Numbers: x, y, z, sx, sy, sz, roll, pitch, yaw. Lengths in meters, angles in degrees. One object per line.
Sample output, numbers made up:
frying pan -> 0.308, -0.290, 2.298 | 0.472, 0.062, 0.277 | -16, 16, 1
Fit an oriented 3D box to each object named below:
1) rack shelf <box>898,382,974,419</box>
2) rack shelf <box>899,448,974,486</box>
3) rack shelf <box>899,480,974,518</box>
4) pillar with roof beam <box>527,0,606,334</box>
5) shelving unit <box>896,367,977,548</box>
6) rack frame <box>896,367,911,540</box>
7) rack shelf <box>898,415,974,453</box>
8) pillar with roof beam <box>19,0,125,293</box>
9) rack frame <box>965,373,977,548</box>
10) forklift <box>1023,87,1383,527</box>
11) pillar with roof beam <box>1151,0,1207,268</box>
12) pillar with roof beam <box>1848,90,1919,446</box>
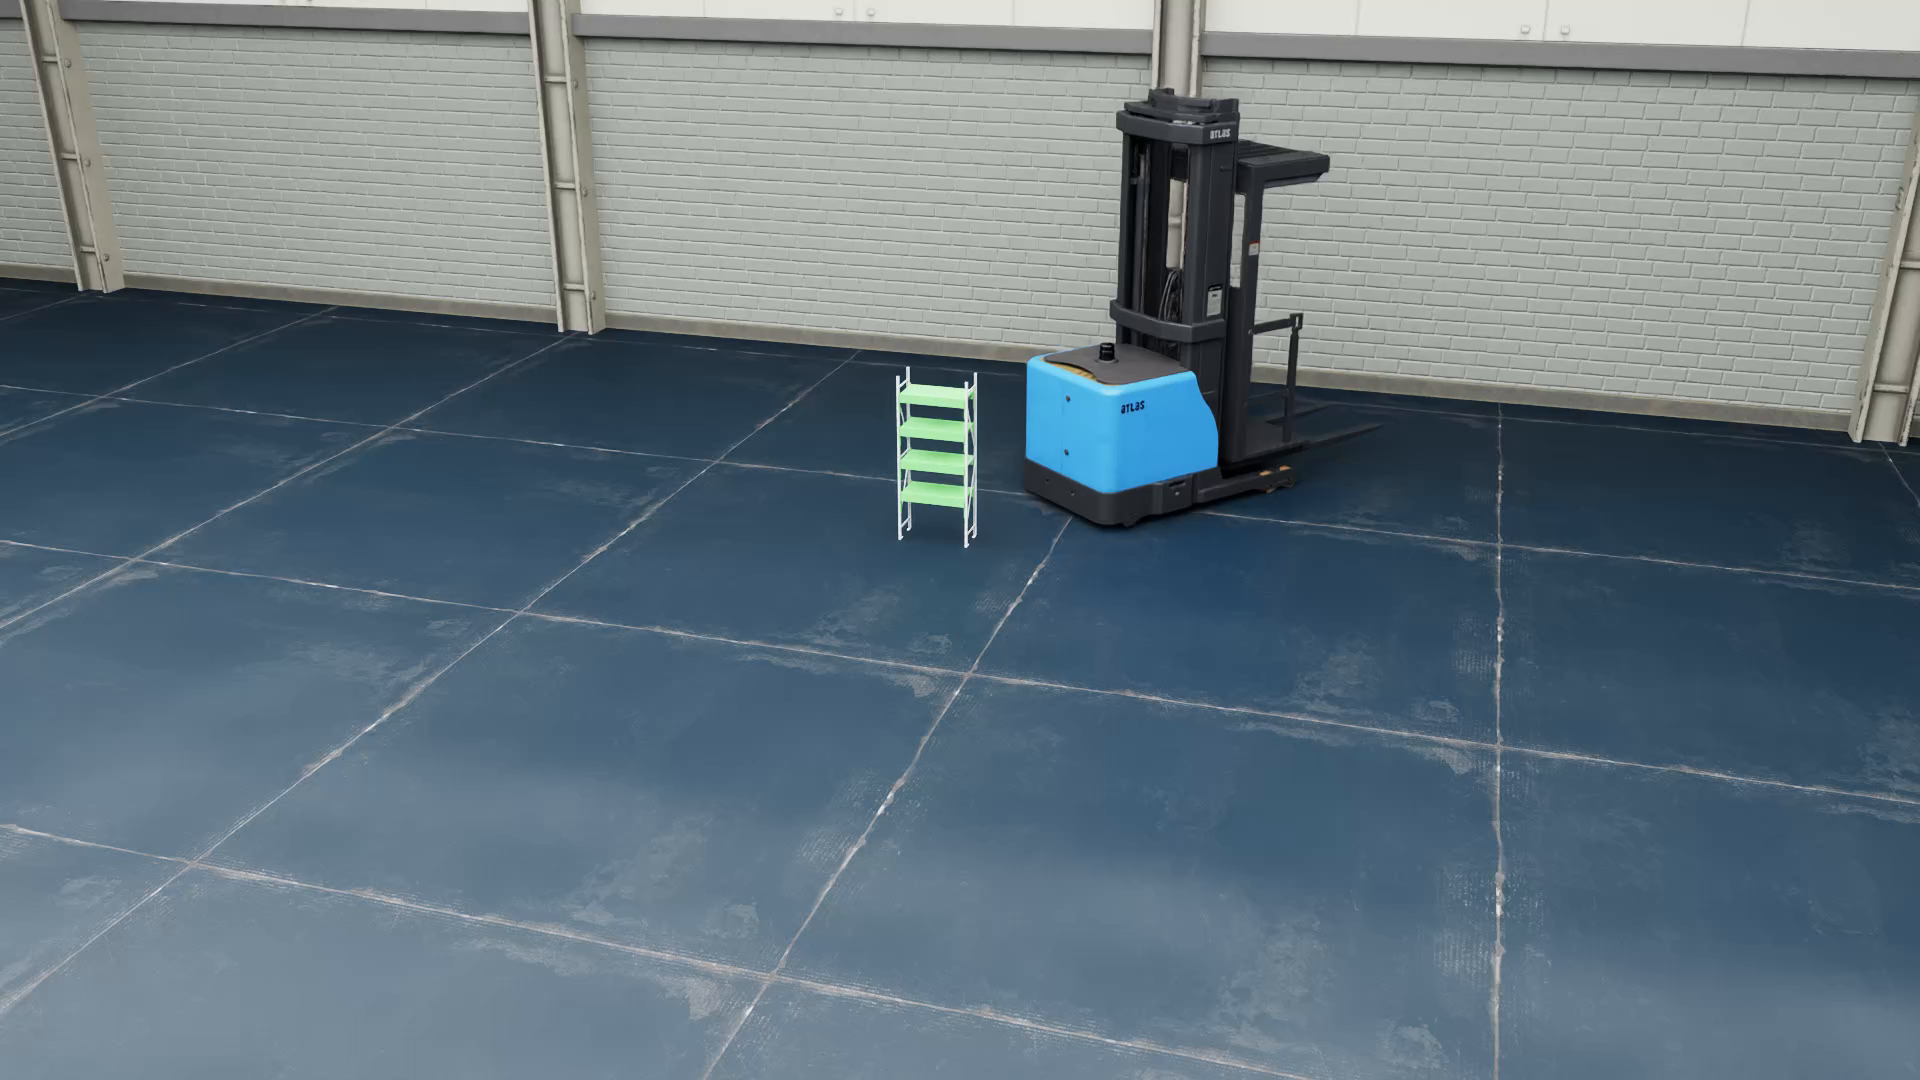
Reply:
rack shelf -> -0.158, -0.958, 11.429 | 0.480, 0.148, 0.258 | 7, 23, 16
rack shelf -> -0.158, -0.514, 11.611 | 0.480, 0.148, 0.258 | 7, 23, 16
rack shelf -> -0.158, -0.292, 11.702 | 0.480, 0.148, 0.258 | 7, 23, 16
pillar with roof beam -> -5.108, -4.760, 11.517 | 0.400, 9.000, 9.100 | 7, 23, 16
shelving unit -> -0.158, -0.573, 11.587 | 0.503, 1.200, 0.258 | 7, 23, 16
rack frame -> -0.392, -0.600, 11.652 | 0.015, 1.200, 0.240 | 7, 23, 16
rack shelf -> -0.158, -0.736, 11.520 | 0.480, 0.148, 0.258 | 7, 23, 16
pillar with roof beam -> -10.852, -5.418, 13.121 | 0.400, 9.000, 9.100 | 7, 23, 16
rack frame -> 0.075, -0.547, 11.521 | 0.015, 1.200, 0.240 | 7, 23, 16
forklift -> 1.985, -1.866, 12.457 | 3.031, 2.935, 1.130 | -14, 26, -31
pillar with roof beam -> 0.636, -4.102, 9.914 | 0.400, 9.000, 9.100 | 7, 23, 16
pillar with roof beam -> 6.380, -3.445, 8.310 | 0.400, 9.000, 9.100 | 7, 23, 16
